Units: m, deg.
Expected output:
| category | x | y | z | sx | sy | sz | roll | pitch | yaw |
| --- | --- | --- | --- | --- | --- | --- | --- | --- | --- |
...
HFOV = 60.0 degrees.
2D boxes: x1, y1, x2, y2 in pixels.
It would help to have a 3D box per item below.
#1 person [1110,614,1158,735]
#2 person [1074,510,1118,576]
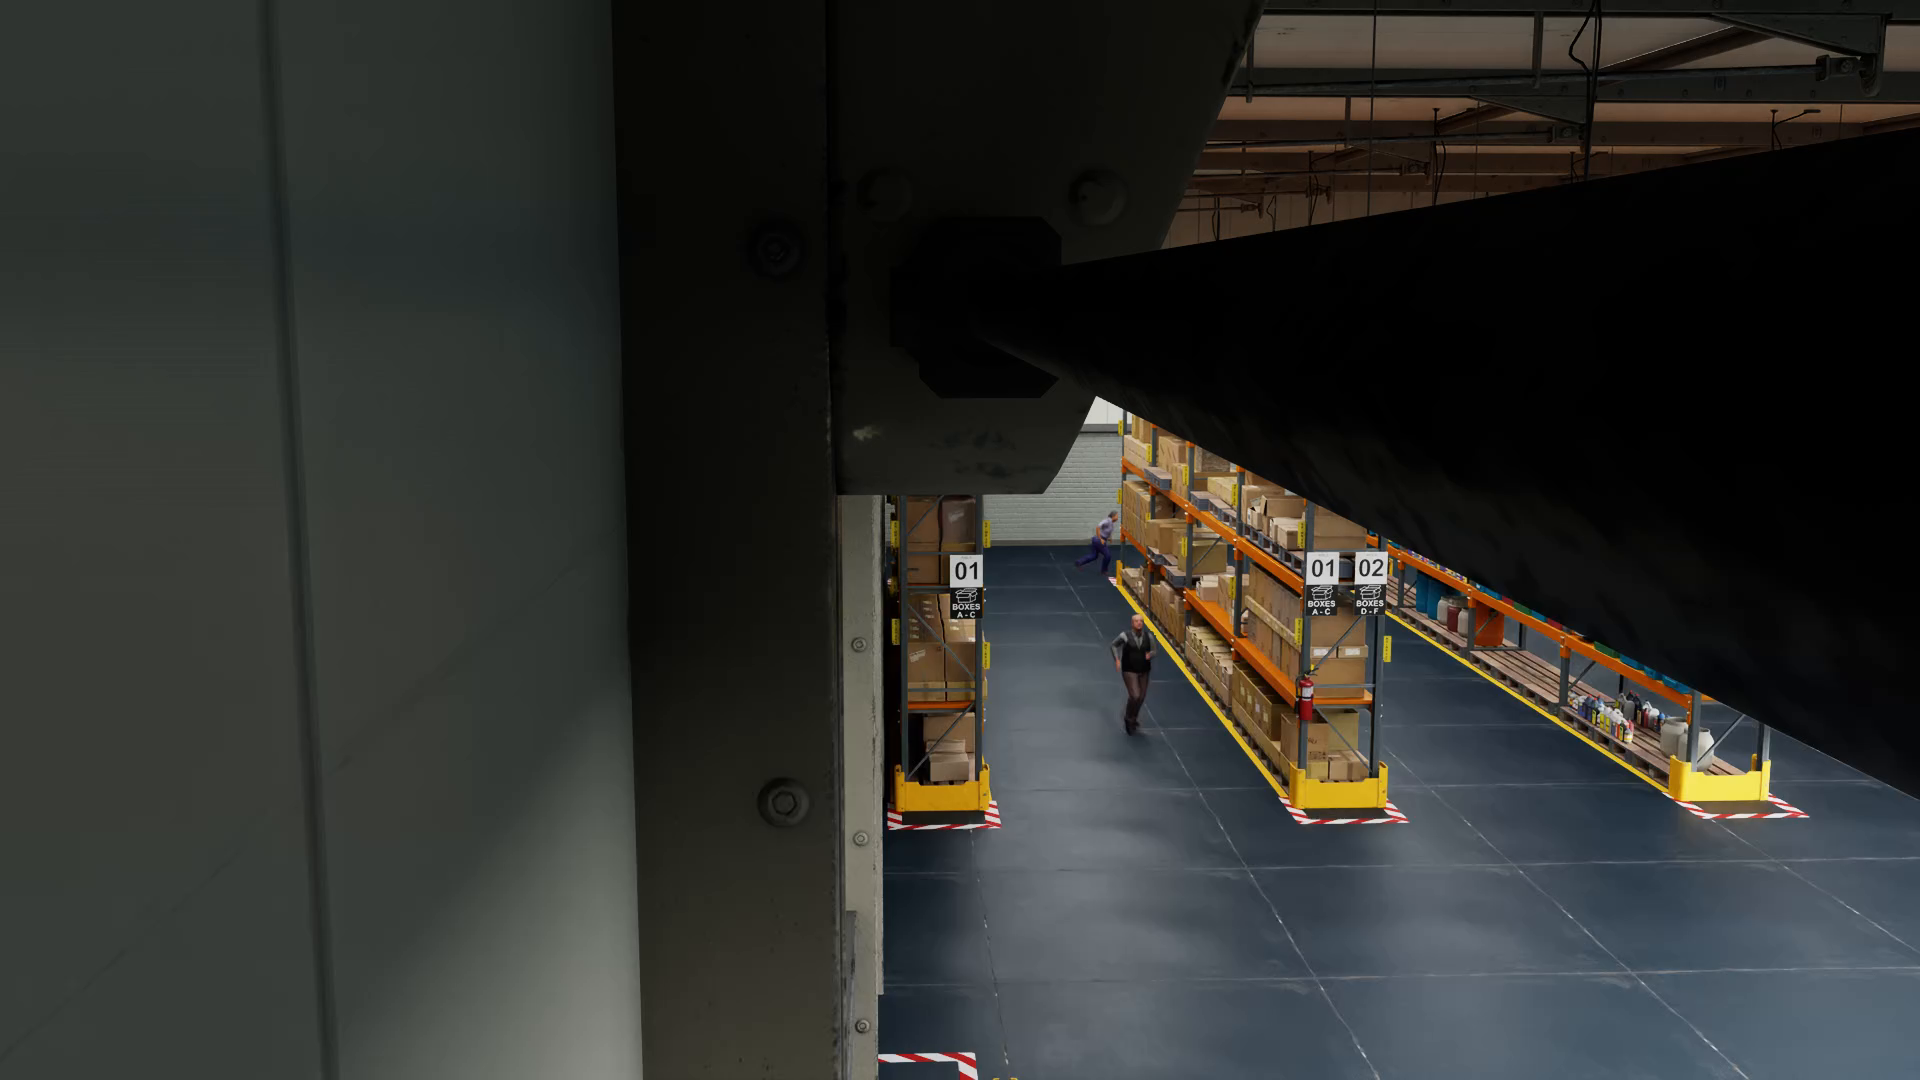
| category | x | y | z | sx | sy | sz | roll | pitch | yaw |
| --- | --- | --- | --- | --- | --- | --- | --- | --- | --- |
| person | 2.557 | 1.945 | 24.105 | 0.616 | 1.748 | 0.720 | -3 | 9 | -17 |
| person | 3.097 | 0.062 | 37.699 | 0.995 | 1.507 | 0.599 | 2 | 9 | 15 |
